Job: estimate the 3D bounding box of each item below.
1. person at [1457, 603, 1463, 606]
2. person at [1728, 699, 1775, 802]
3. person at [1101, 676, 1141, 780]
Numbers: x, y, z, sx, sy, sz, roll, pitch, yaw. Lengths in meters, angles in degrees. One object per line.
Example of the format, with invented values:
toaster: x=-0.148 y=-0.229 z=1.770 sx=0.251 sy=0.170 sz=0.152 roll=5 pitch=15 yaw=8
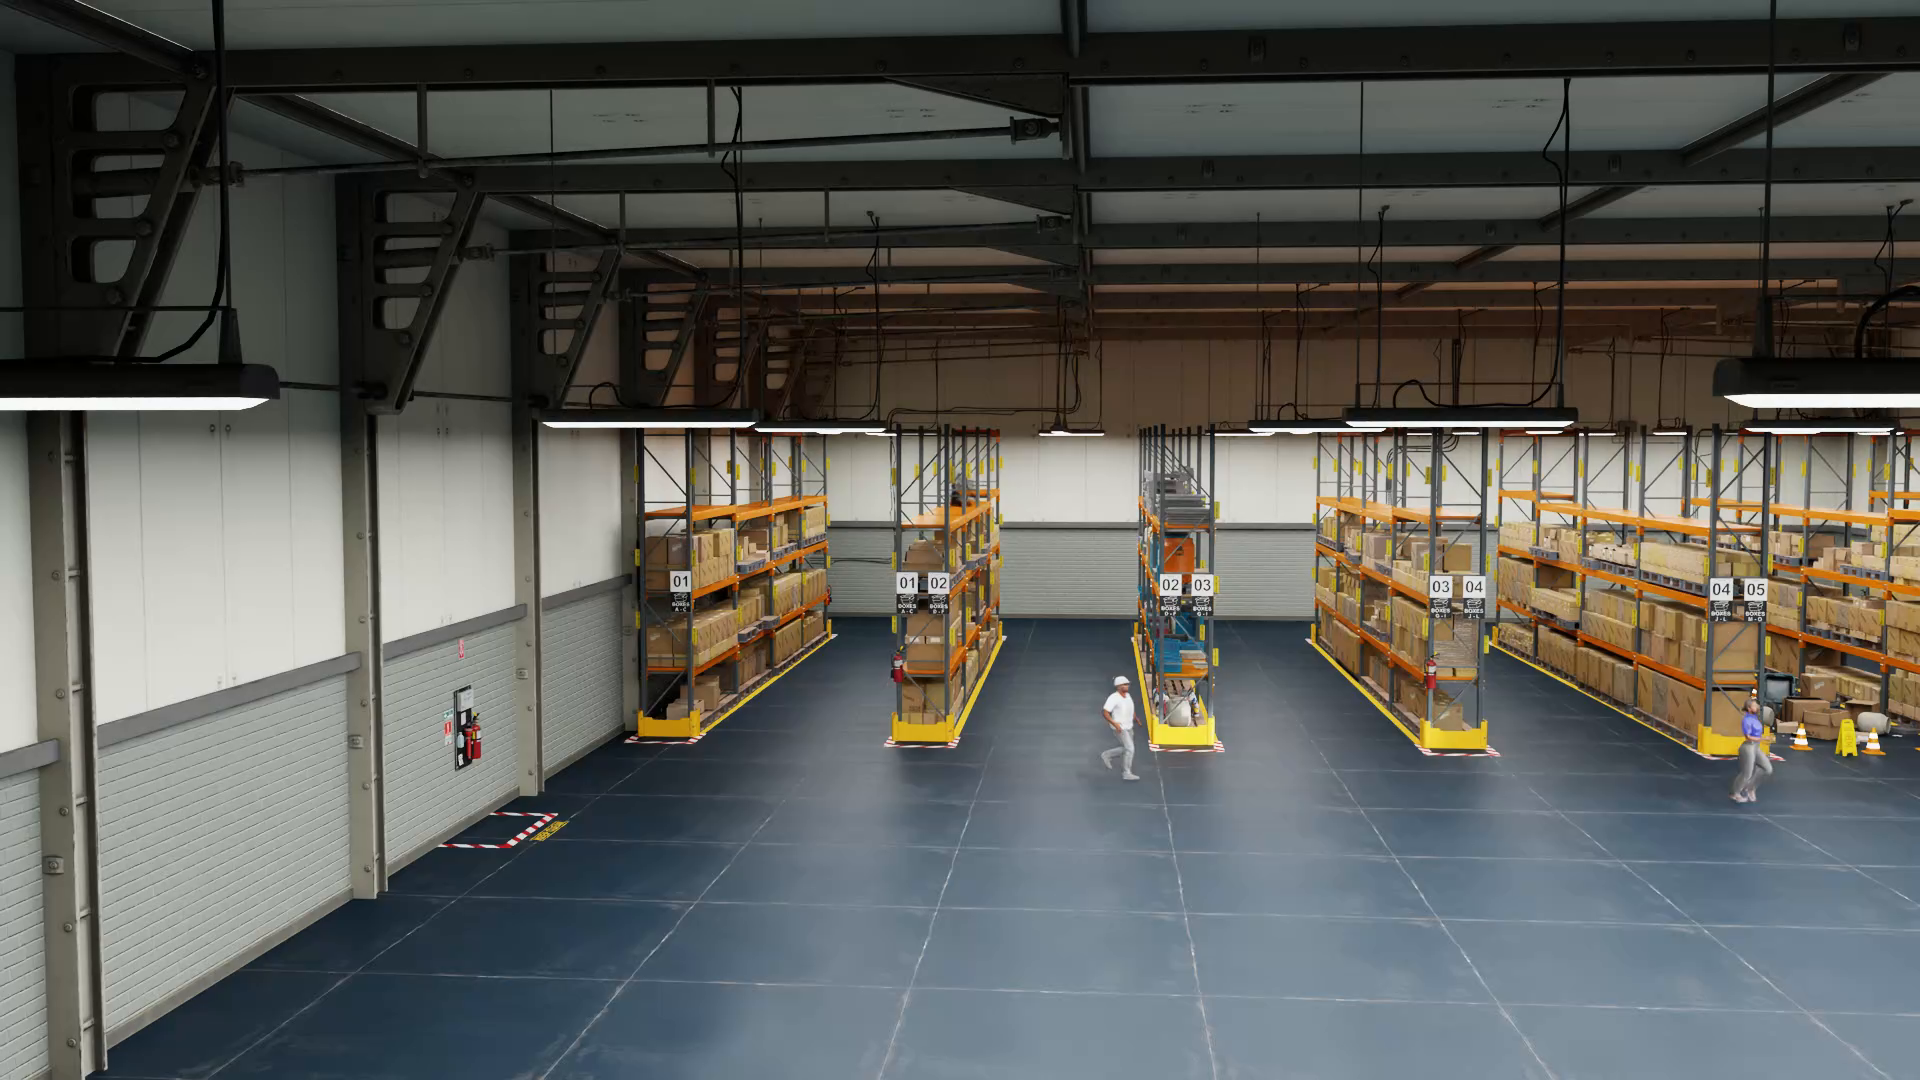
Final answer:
person: x=13.574 y=2.179 z=45.517 sx=0.714 sy=1.595 sz=0.643 roll=1 pitch=4 yaw=22
person: x=12.425 y=3.311 z=26.055 sx=0.547 sy=1.639 sz=0.661 roll=-3 pitch=5 yaw=-43
person: x=2.684 y=3.150 z=27.979 sx=0.795 sy=1.733 sz=0.739 roll=2 pitch=4 yaw=36
